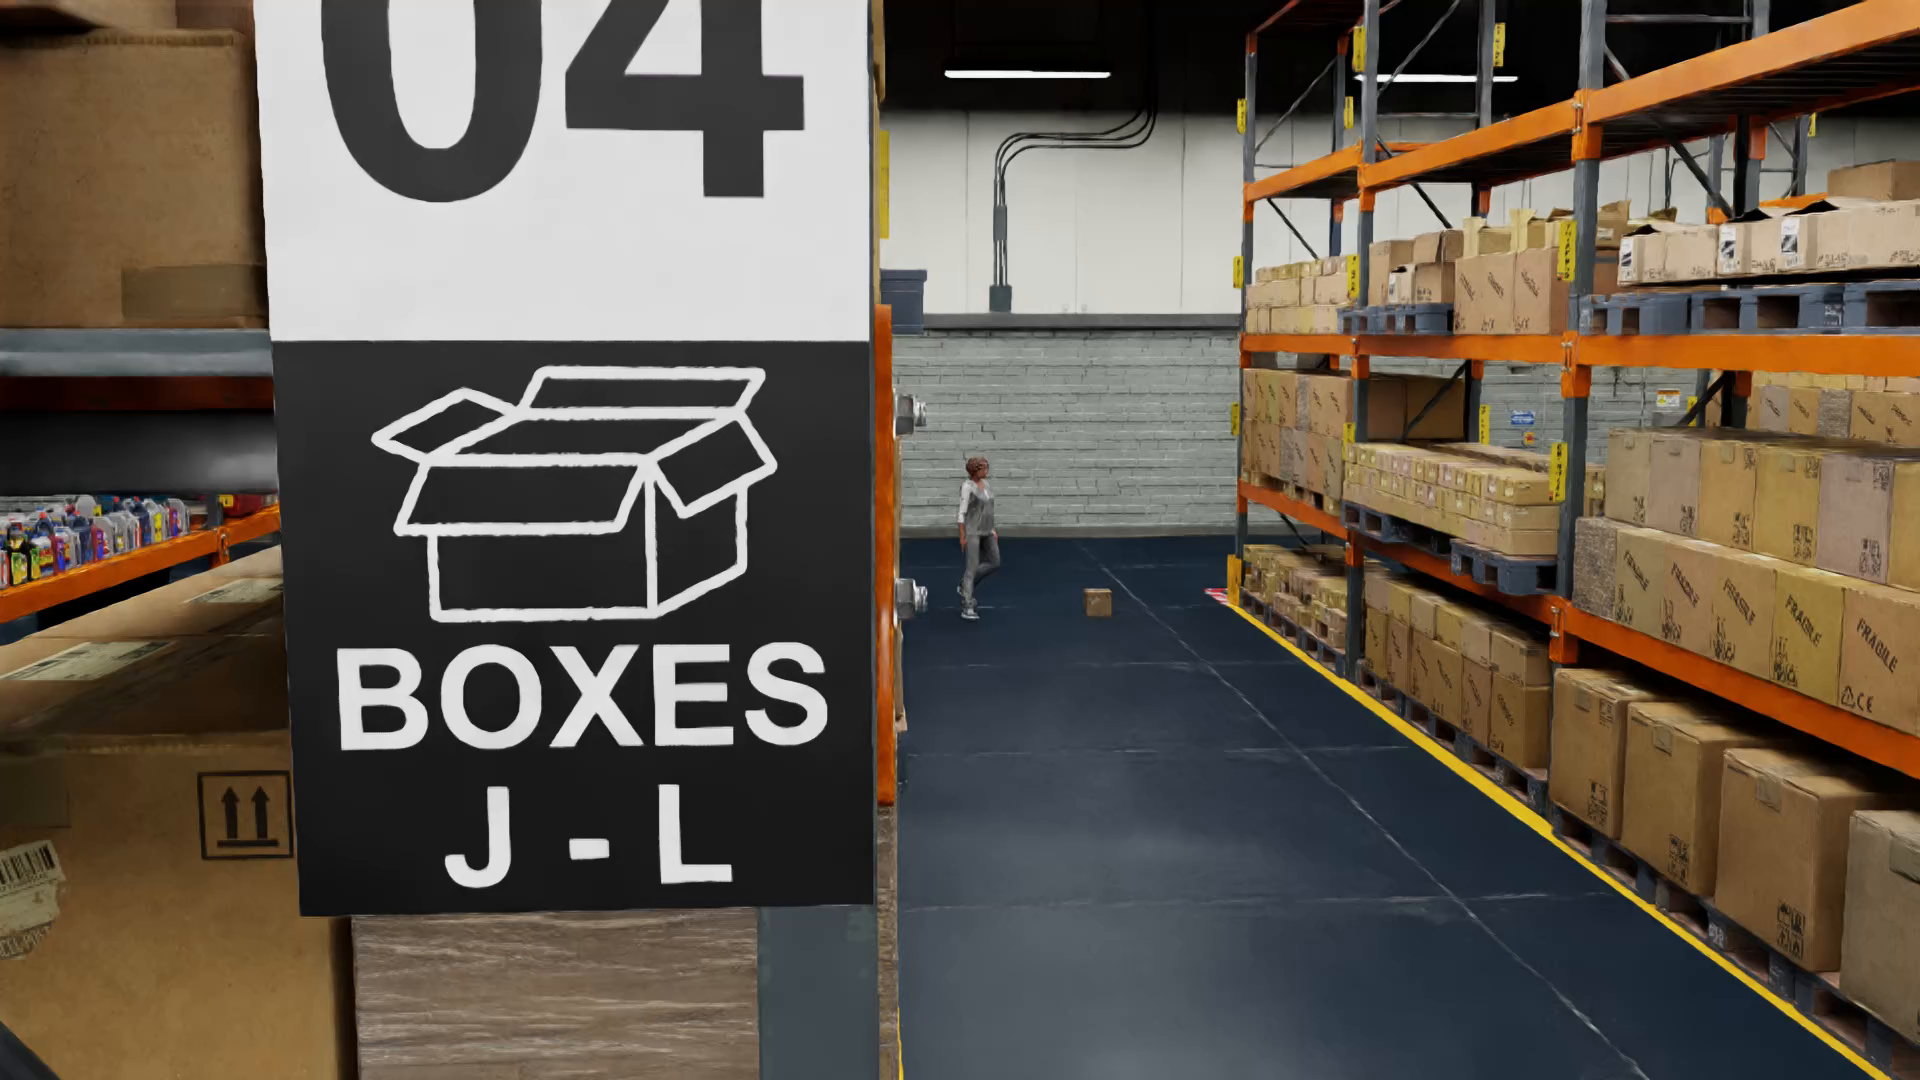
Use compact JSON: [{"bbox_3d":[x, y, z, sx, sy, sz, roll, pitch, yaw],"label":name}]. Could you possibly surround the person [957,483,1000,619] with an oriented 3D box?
[{"bbox_3d":[0.112,0.069,16.550,0.498,1.358,0.560,5,9,34],"label":"person"}]
